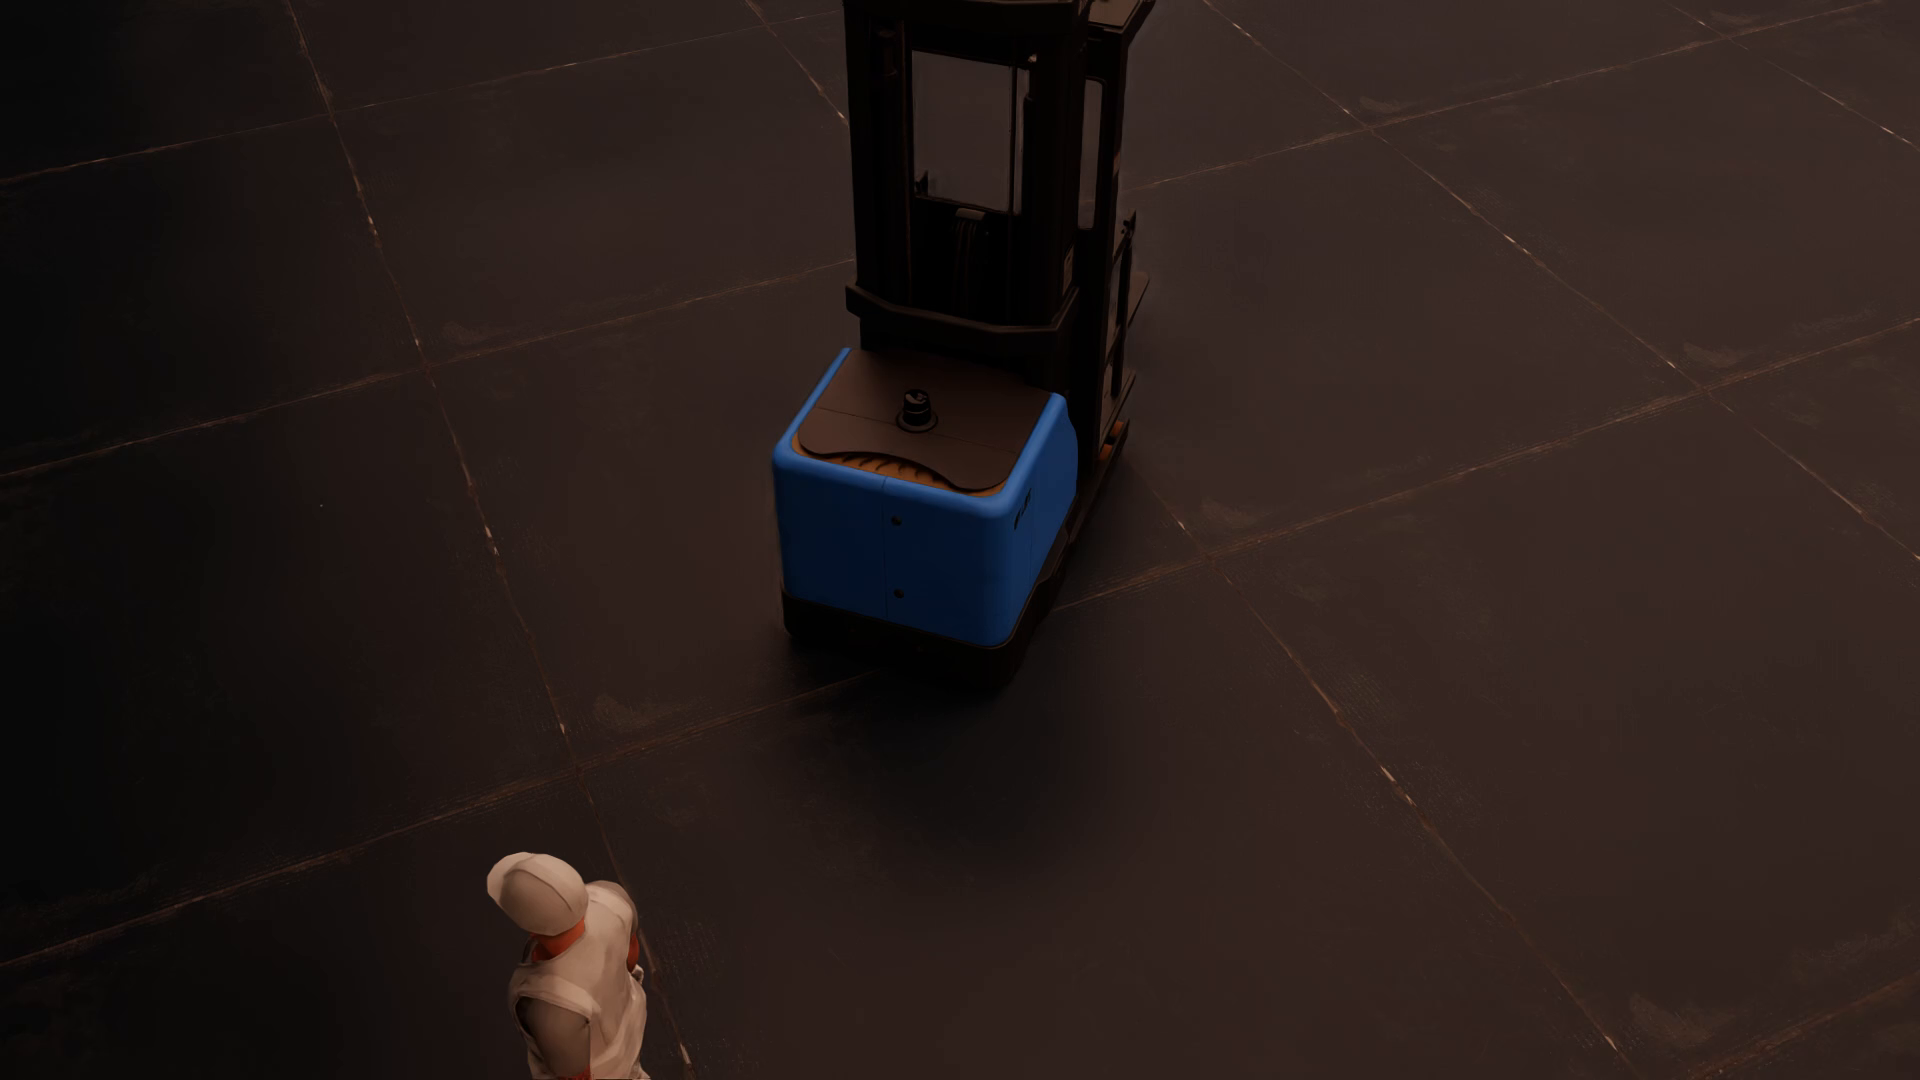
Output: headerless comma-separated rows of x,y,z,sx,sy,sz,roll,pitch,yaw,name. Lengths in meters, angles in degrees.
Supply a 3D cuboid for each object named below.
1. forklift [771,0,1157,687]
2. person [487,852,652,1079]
0.201,-1.466,7.251,1.130,2.935,3.031,14,45,14,forklift
-1.121,1.490,4.922,0.378,1.794,0.614,7,43,7,person
